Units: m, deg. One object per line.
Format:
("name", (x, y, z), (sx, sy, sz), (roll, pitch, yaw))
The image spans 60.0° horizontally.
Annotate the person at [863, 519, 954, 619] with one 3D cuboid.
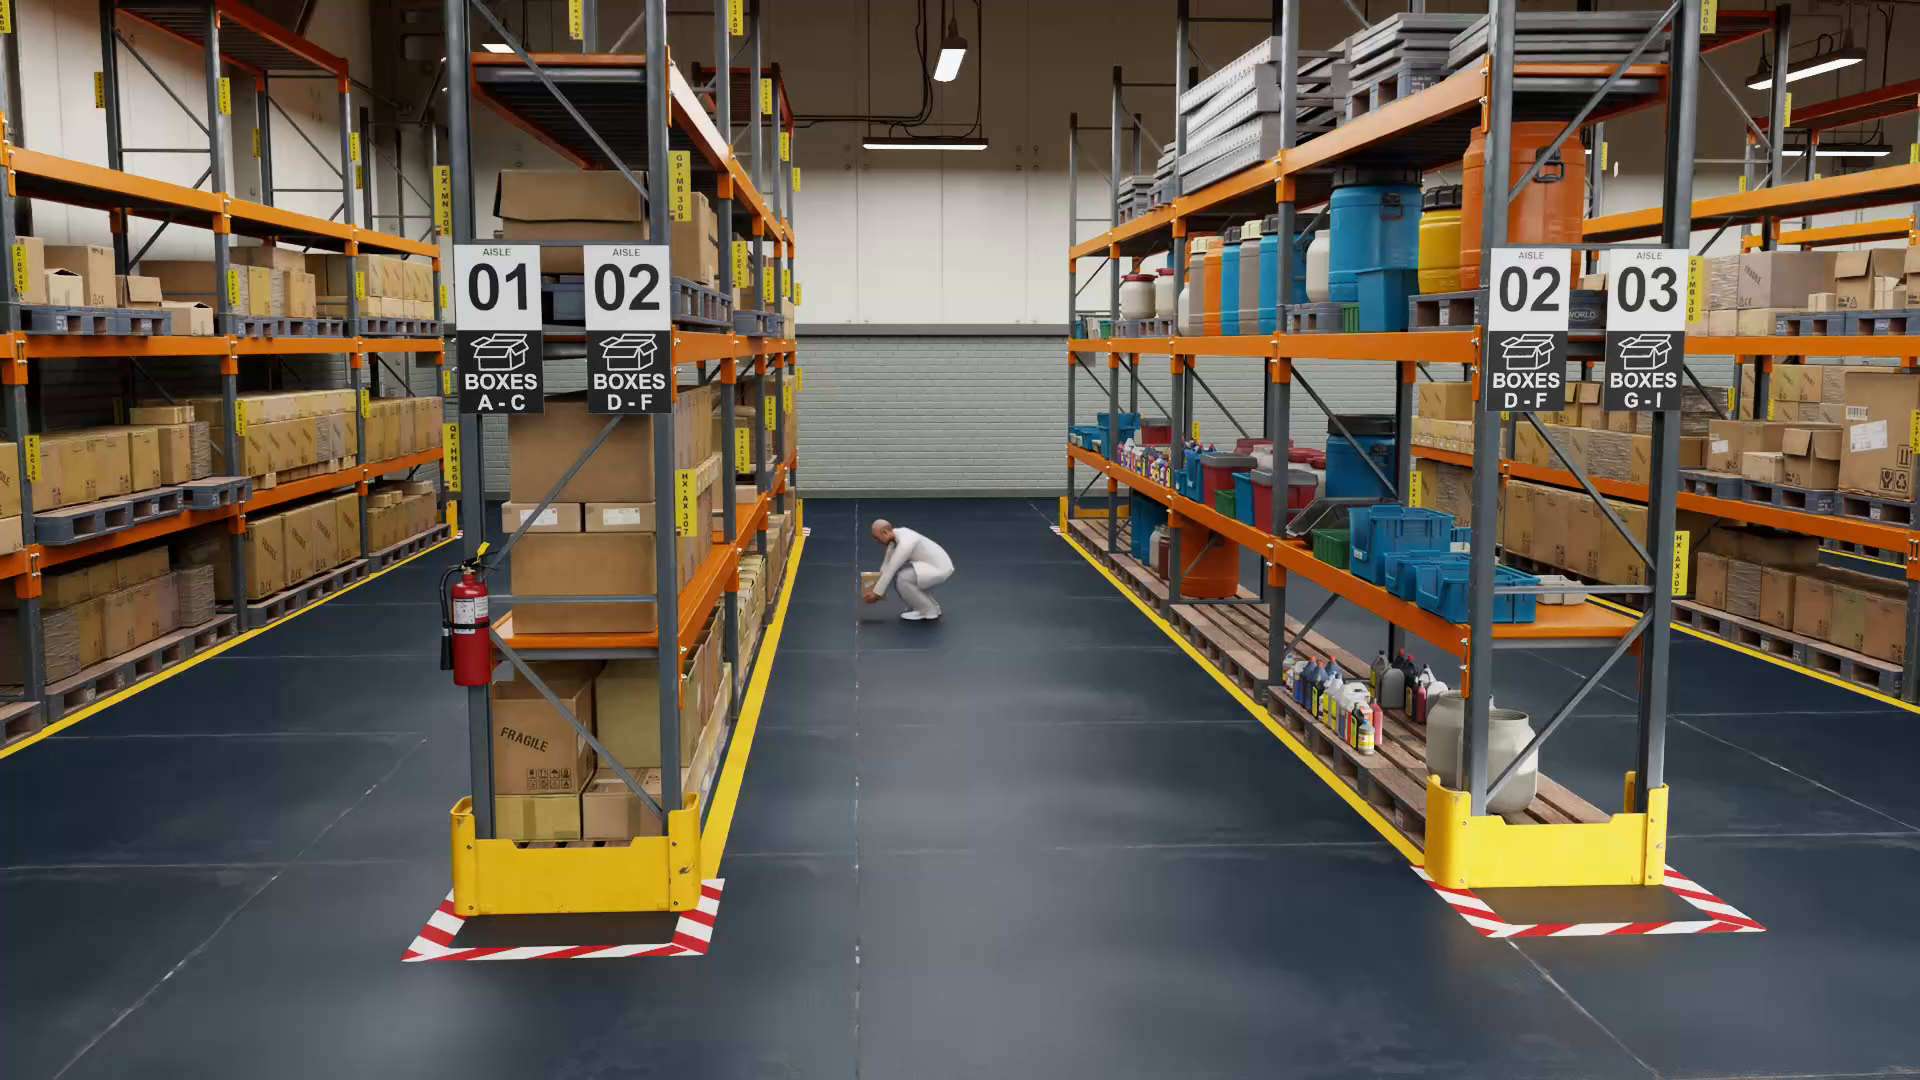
("person", (-0.519, 0.286, 16.692), (0.919, 1.008, 0.579), (-1, 7, -5))
